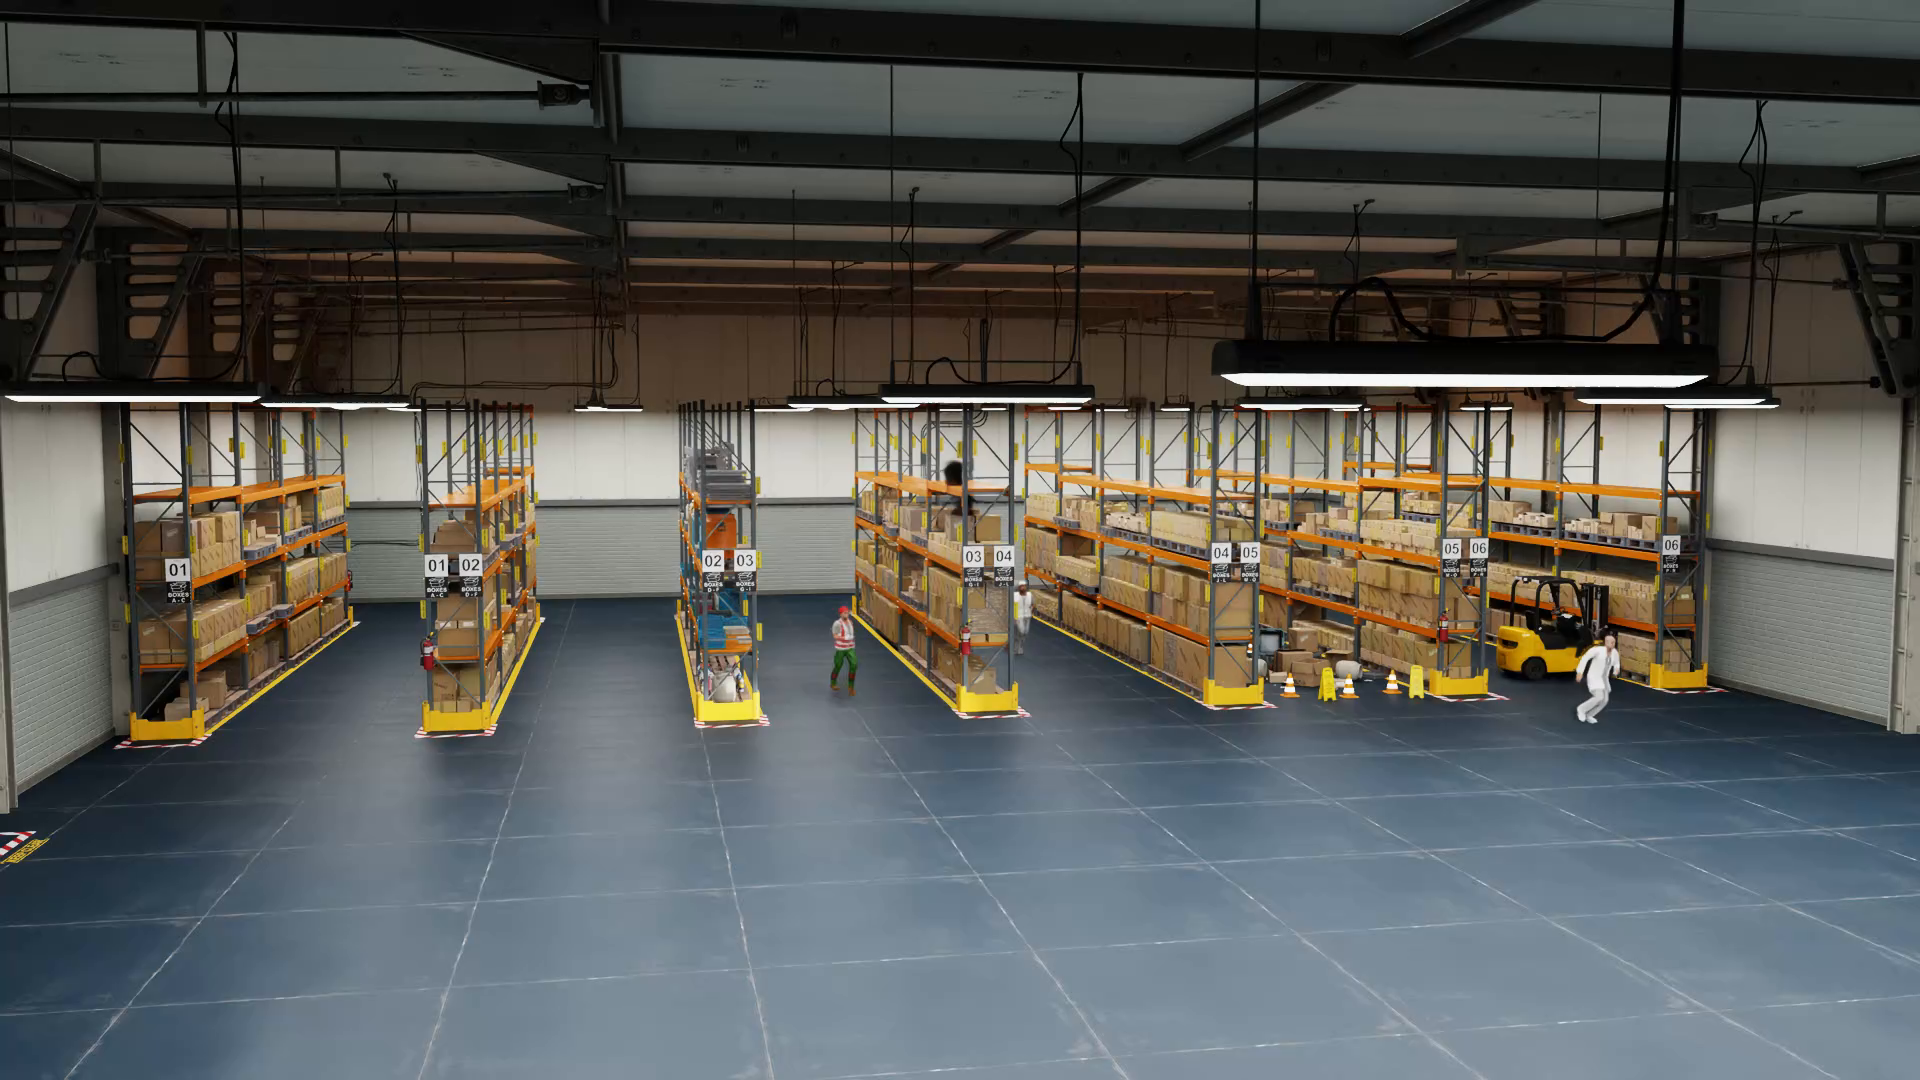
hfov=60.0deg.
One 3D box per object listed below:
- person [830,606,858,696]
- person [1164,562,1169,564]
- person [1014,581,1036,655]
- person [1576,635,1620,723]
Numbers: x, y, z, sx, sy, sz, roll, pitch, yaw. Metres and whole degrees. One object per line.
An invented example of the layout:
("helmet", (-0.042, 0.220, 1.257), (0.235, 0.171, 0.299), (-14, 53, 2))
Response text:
("person", (-2.363, 2.262, 34.001), (0.638, 1.842, 0.864), (-3, 5, -36))
("person", (5.830, 1.437, 46.345), (0.569, 1.582, 0.910), (-4, 6, -40))
("person", (1.500, 1.846, 39.599), (0.662, 1.765, 0.686), (-1, 5, -19))
("person", (11.872, 2.576, 30.823), (0.735, 1.649, 0.718), (-2, 5, -29))
